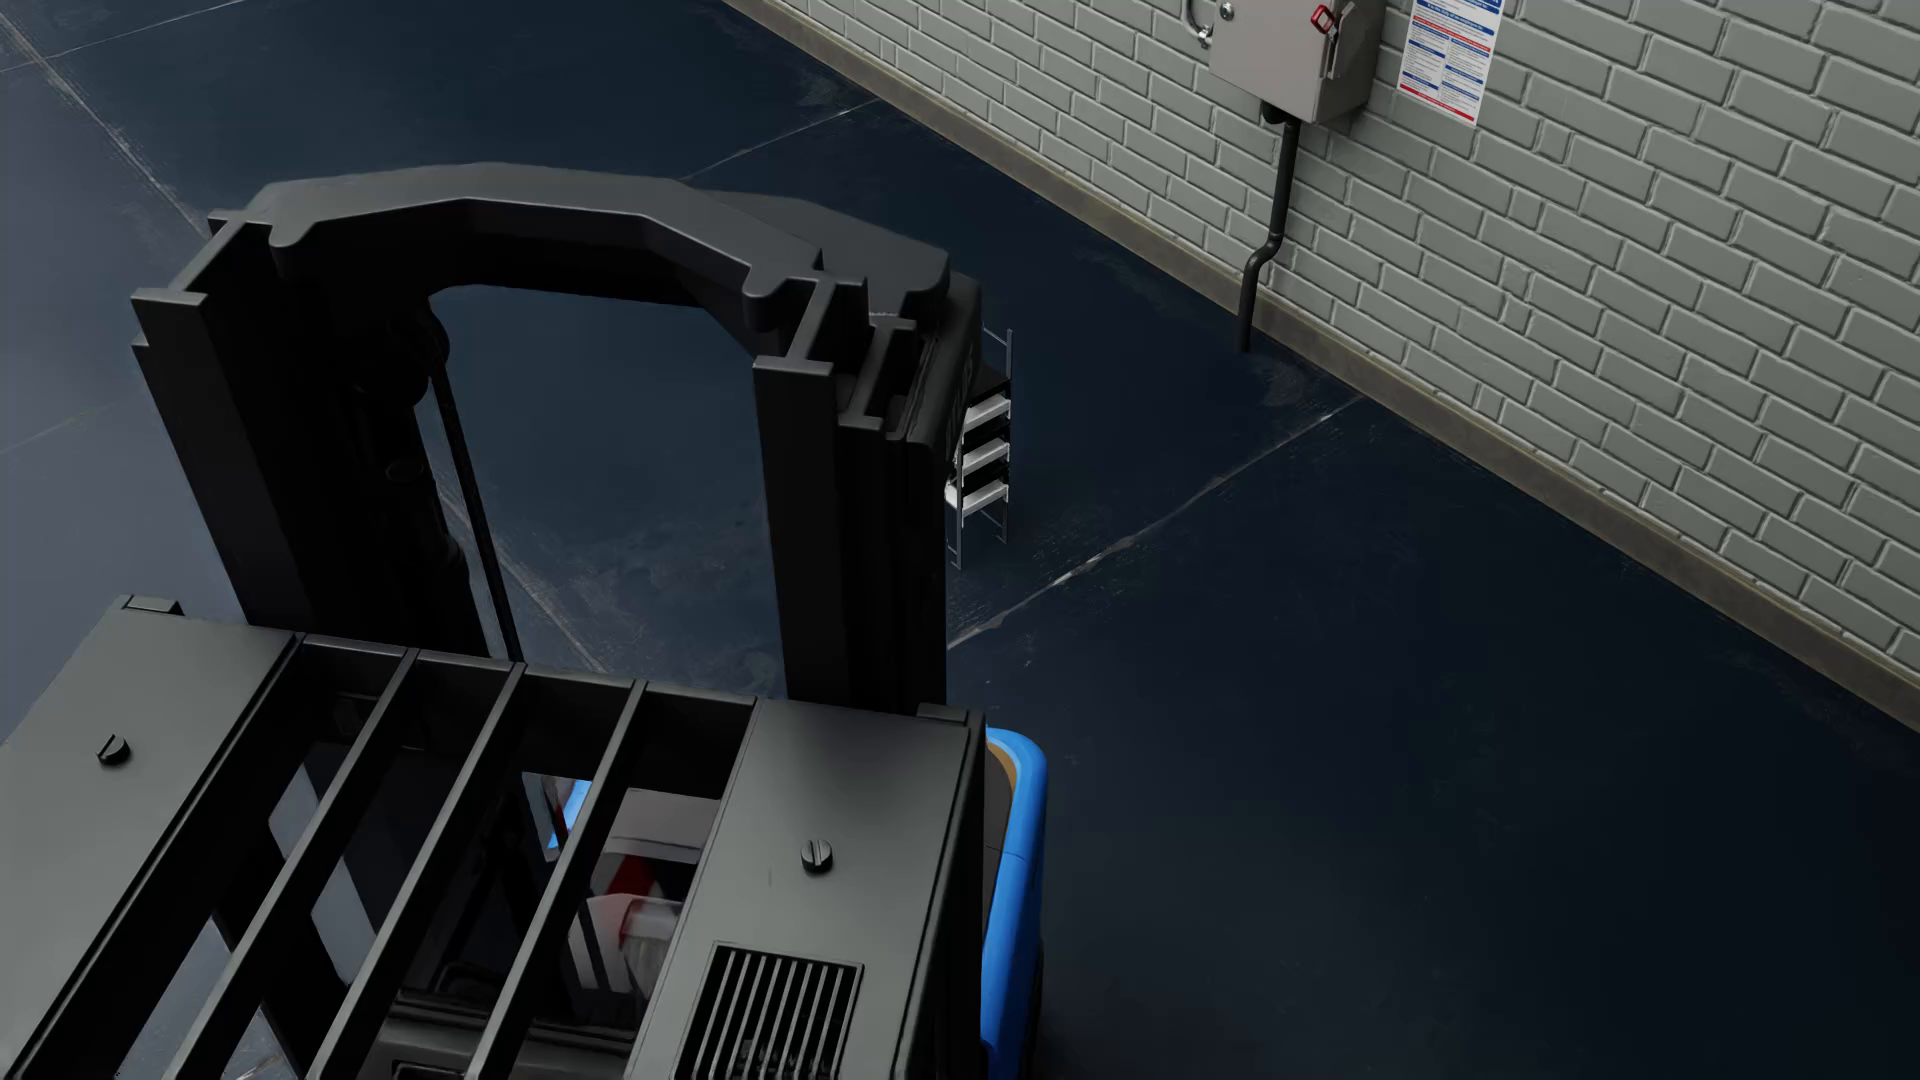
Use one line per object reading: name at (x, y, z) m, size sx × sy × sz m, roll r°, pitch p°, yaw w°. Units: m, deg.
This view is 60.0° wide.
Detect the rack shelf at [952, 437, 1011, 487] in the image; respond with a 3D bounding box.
rack shelf at (0.006, -0.307, 5.469) m, size 0.200 × 0.077 × 0.258 m, roll -30°, pitch 51°, yaw -28°

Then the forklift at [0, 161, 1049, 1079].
forklift at (-0.557, 1.085, 2.454) m, size 1.130 × 2.935 × 3.031 m, roll 7°, pitch 44°, yaw 7°

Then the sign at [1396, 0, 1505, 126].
sign at (1.578, -1.617, 5.350) m, size 0.001 × 0.494 × 0.329 m, roll -30°, pitch 51°, yaw -28°

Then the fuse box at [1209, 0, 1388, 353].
fuse box at (1.102, -1.350, 5.938) m, size 0.414 × 1.711 × 0.539 m, roll -30°, pitch 51°, yaw -28°

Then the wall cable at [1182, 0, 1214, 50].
wall cable at (0.785, -2.618, 5.604) m, size 0.122 × 1.984 × 0.588 m, roll -30°, pitch 51°, yaw -28°

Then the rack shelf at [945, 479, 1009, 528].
rack shelf at (0.006, -0.176, 5.592) m, size 0.200 × 0.077 × 0.258 m, roll -30°, pitch 51°, yaw -28°

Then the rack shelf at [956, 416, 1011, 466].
rack shelf at (0.006, -0.373, 5.407) m, size 0.200 × 0.077 × 0.258 m, roll -30°, pitch 51°, yaw -28°

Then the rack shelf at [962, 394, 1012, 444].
rack shelf at (0.006, -0.439, 5.345) m, size 0.200 × 0.077 × 0.258 m, roll -30°, pitch 51°, yaw -28°

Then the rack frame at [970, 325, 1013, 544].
rack frame at (0.084, -0.376, 5.493) m, size 0.006 × 0.900 × 0.240 m, roll -30°, pitch 51°, yaw -28°

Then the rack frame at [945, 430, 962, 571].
rack frame at (-0.072, -0.287, 5.398) m, size 0.006 × 0.900 × 0.240 m, roll -30°, pitch 51°, yaw -28°

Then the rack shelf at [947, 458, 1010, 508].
rack shelf at (0.006, -0.242, 5.530) m, size 0.200 × 0.077 × 0.258 m, roll -30°, pitch 51°, yaw -28°

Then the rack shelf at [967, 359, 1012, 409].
rack shelf at (0.006, -0.504, 5.284) m, size 0.200 × 0.077 × 0.258 m, roll -30°, pitch 51°, yaw -28°

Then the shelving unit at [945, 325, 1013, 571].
shelving unit at (0.006, -0.332, 5.446) m, size 0.210 × 0.900 × 0.258 m, roll -30°, pitch 51°, yaw -28°
